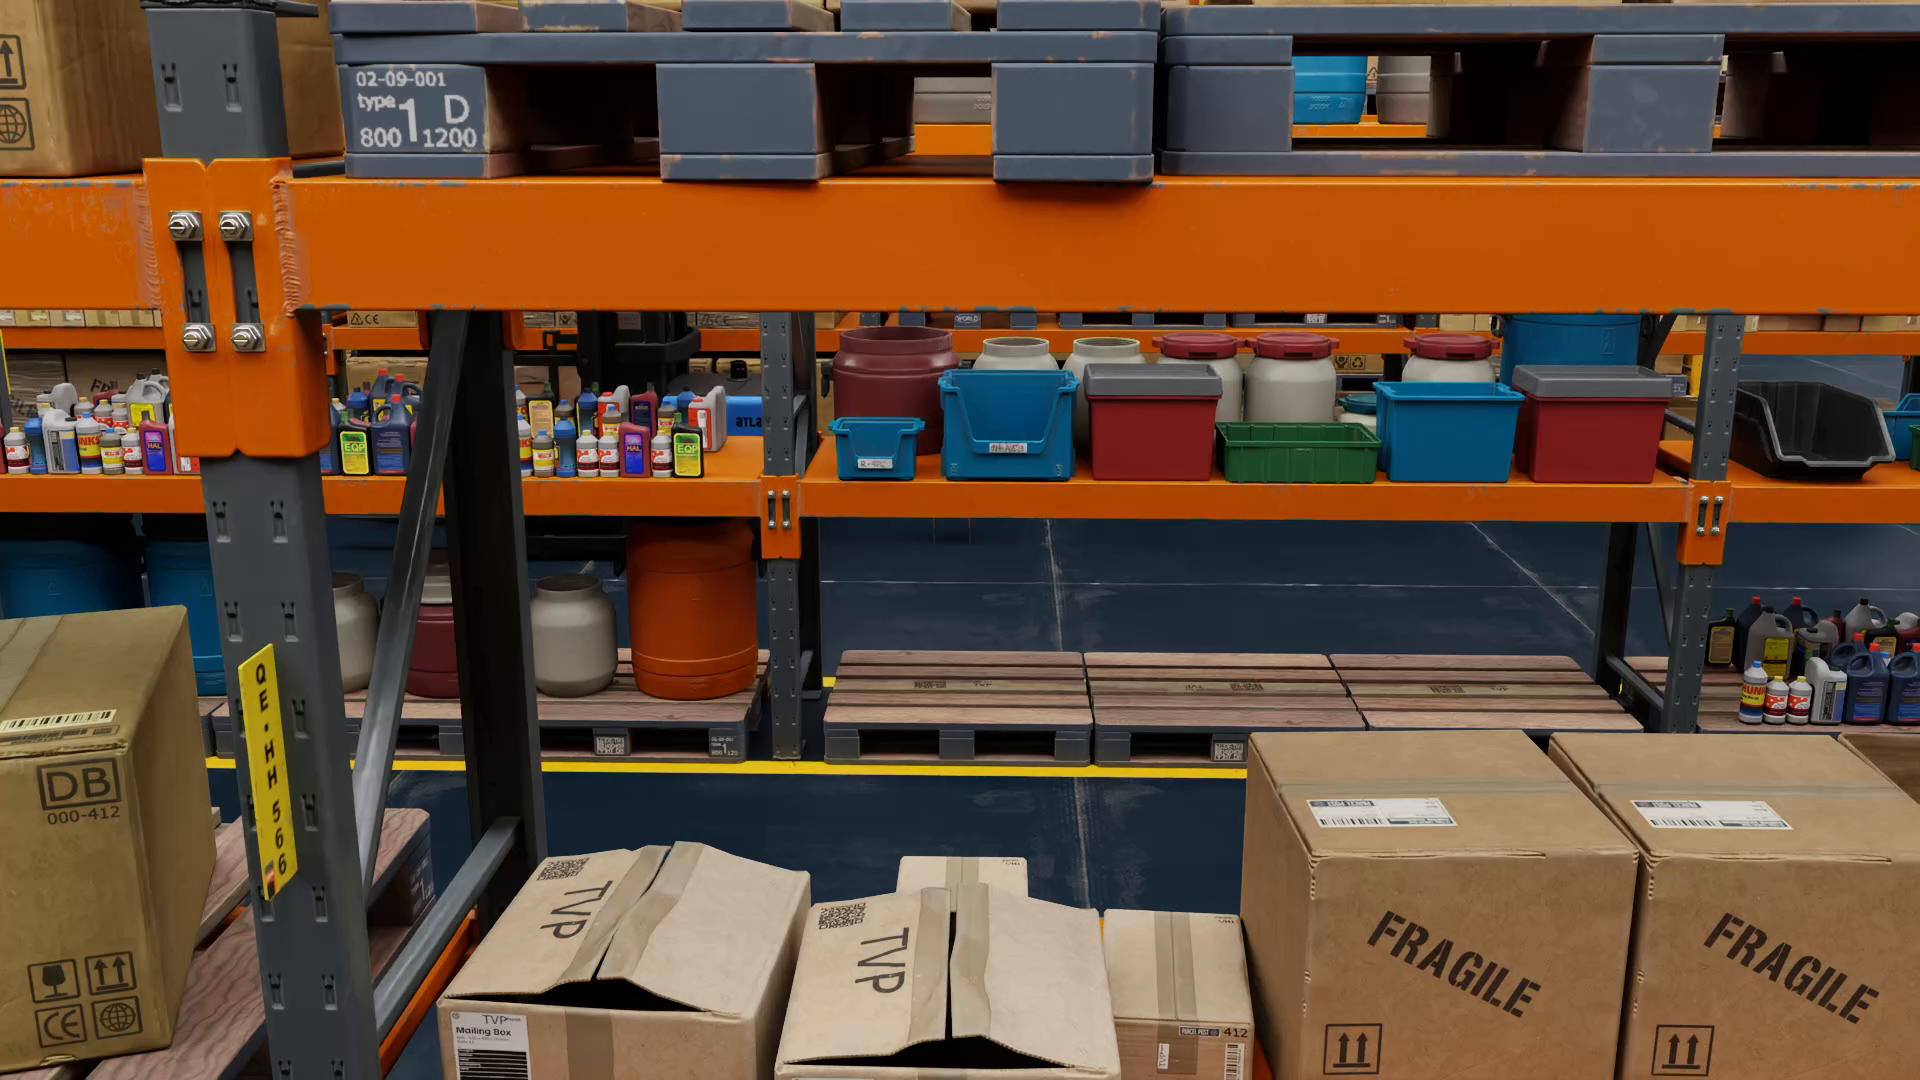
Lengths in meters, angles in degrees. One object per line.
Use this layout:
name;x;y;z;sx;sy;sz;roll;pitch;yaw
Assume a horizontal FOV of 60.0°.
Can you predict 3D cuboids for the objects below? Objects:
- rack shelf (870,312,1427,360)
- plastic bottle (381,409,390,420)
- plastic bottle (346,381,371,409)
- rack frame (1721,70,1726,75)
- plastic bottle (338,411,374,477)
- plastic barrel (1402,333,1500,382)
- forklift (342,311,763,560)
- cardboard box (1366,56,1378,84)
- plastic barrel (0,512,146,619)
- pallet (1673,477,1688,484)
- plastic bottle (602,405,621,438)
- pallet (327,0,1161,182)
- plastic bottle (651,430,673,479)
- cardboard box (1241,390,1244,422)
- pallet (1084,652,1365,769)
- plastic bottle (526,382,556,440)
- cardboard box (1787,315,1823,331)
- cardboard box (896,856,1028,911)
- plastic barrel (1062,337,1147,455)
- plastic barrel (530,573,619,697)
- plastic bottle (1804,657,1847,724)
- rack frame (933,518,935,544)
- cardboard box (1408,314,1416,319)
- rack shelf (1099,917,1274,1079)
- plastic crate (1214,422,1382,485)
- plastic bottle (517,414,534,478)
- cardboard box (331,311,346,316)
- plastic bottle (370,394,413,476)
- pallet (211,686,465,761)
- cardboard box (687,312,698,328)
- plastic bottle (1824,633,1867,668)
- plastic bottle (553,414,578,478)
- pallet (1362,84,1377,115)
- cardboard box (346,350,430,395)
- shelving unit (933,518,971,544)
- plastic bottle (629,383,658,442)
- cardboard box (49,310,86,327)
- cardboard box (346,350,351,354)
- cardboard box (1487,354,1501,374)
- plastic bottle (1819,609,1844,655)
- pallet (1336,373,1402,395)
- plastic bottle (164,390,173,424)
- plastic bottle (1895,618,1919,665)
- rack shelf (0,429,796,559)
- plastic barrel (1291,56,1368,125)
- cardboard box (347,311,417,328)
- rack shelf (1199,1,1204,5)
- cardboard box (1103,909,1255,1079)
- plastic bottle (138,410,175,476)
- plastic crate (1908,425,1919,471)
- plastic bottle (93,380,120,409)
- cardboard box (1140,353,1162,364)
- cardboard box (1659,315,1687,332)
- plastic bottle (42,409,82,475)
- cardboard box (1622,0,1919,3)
rack shelf;1.352;-1.477;12.469;4.000;0.370;1.077;0;15;1
plastic bottle;-2.513;-0.458;7.424;0.133;0.283;0.061;0;15;1
plastic bottle;-2.902;-0.627;8.064;0.133;0.283;0.061;0;15;1
rack frame;3.225;-3.450;6.775;0.127;3.000;1.000;0;15;1
plastic bottle;-2.650;-0.422;7.288;0.133;0.283;0.061;0;15;1
plastic barrel;2.274;-0.677;7.759;0.433;0.535;0.433;0;15;0
forklift;-2.581;-1.422;10.986;3.031;2.935;1.130;1;15;2
cardboard box;2.884;-3.544;11.986;0.637;0.503;0.797;0;15;-1
plastic barrel;-4.229;0.218;7.922;0.708;0.901;0.600;0;15;1
pallet;5.247;-0.461;12.674;1.213;0.211;1.003;0;15;1
plastic bottle;-1.645;-0.535;7.878;0.097;0.201;0.097;0;15;0
pallet;-0.223;-0.689;2.563;1.003;0.211;1.213;1;15;4
plastic bottle;-1.304;-0.378;7.283;0.097;0.201;0.097;0;15;0
cardboard box;2.262;-0.834;12.657;0.500;0.500;0.700;0;15;1
pallet;1.216;0.797;7.906;1.213;0.211;1.003;0;15;1
plastic bottle;-2.024;-0.621;8.042;0.133;0.283;0.061;0;15;1
cardboard box;6.061;-1.622;12.099;0.250;0.149;0.380;0;15;1
cardboard box;0.002;0.745;3.129;0.250;0.149;0.380;0;15;1
plastic barrel;0.681;-0.674;7.796;0.421;0.512;0.421;0;15;0
plastic barrel;-1.830;0.445;7.826;0.421;0.512;0.421;0;15;0
plastic bottle;3.856;0.664;7.419;0.135;0.276;0.152;1;15;3
rack frame;-0.175;-0.509;11.210;0.008;1.050;0.200;0;15;1
cardboard box;3.574;-1.764;12.639;0.250;0.149;0.380;0;15;1
rack shelf;1.096;1.049;2.894;4.000;0.370;1.077;0;15;1
plastic crate;1.477;-0.386;7.338;0.662;0.188;0.450;0;15;1
plastic bottle;-1.924;-0.416;7.289;0.097;0.271;0.097;0;15;0
cardboard box;-4.933;-1.829;12.887;0.250;0.149;0.380;0;15;2
plastic bottle;-2.489;-0.464;7.316;0.185;0.351;0.144;0;15;1
pallet;-2.779;0.770;8.007;1.213;0.211;1.003;0;15;1
cardboard box;-2.164;-1.834;12.215;0.500;0.500;0.500;0;15;0
plastic bottle;4.025;0.593;7.541;0.185;0.351;0.144;0;15;1
plastic bottle;-1.729;-0.415;7.284;0.097;0.271;0.097;0;15;0
pallet;2.737;-3.203;12.088;1.003;0.211;1.213;0;15;1
cardboard box;-4.005;-1.041;12.747;0.875;0.875;1.225;0;15;2
shelving unit;-0.053;-0.508;11.207;0.252;1.050;0.215;0;15;1
plastic bottle;-1.525;-0.618;8.030;0.133;0.283;0.061;0;15;1
cardboard box;-6.498;-1.671;12.287;0.250;0.149;0.380;1;15;2
cardboard box;-6.317;-2.056;17.437;0.250;0.149;0.380;1;15;4
cardboard box;5.108;-2.225;17.236;0.875;0.875;0.875;0;15;2
plastic bottle;4.232;0.474;8.125;0.133;0.283;0.061;1;15;5
pallet;4.338;-1.703;17.381;1.213;0.211;1.003;0;15;1
plastic bottle;-3.664;-0.617;7.894;0.185;0.351;0.144;0;15;1
plastic bottle;4.551;0.515;7.970;0.133;0.283;0.061;0;15;1
rack shelf;-2.773;-0.240;7.781;4.000;0.370;1.077;0;15;1
plastic barrel;1.404;-2.198;6.929;0.708;0.901;0.600;0;15;1
cardboard box;-4.192;-1.846;12.260;0.500;0.500;0.500;0;15;2
rack shelf;1.605;-6.712;21.334;4.000;0.370;1.077;0;15;1
cardboard box;0.372;0.804;2.907;0.250;0.149;0.380;1;15;6
plastic bottle;-3.529;-0.428;7.310;0.133;0.283;0.061;0;15;1
plastic crate;4.575;-0.366;7.261;0.662;0.188;0.450;0;15;1
plastic bottle;-4.138;-0.635;8.094;0.133;0.283;0.061;0;15;1
cardboard box;1.992;-2.180;17.309;0.750;0.750;1.050;0;15;1
cardboard box;5.059;-1.606;12.040;0.250;0.149;0.380;0;15;1
plastic bottle;-3.953;-0.439;7.365;0.135;0.276;0.152;0;15;1
cardboard box;1.185;-0.895;2.442;0.500;0.250;0.500;-1;15;-3
